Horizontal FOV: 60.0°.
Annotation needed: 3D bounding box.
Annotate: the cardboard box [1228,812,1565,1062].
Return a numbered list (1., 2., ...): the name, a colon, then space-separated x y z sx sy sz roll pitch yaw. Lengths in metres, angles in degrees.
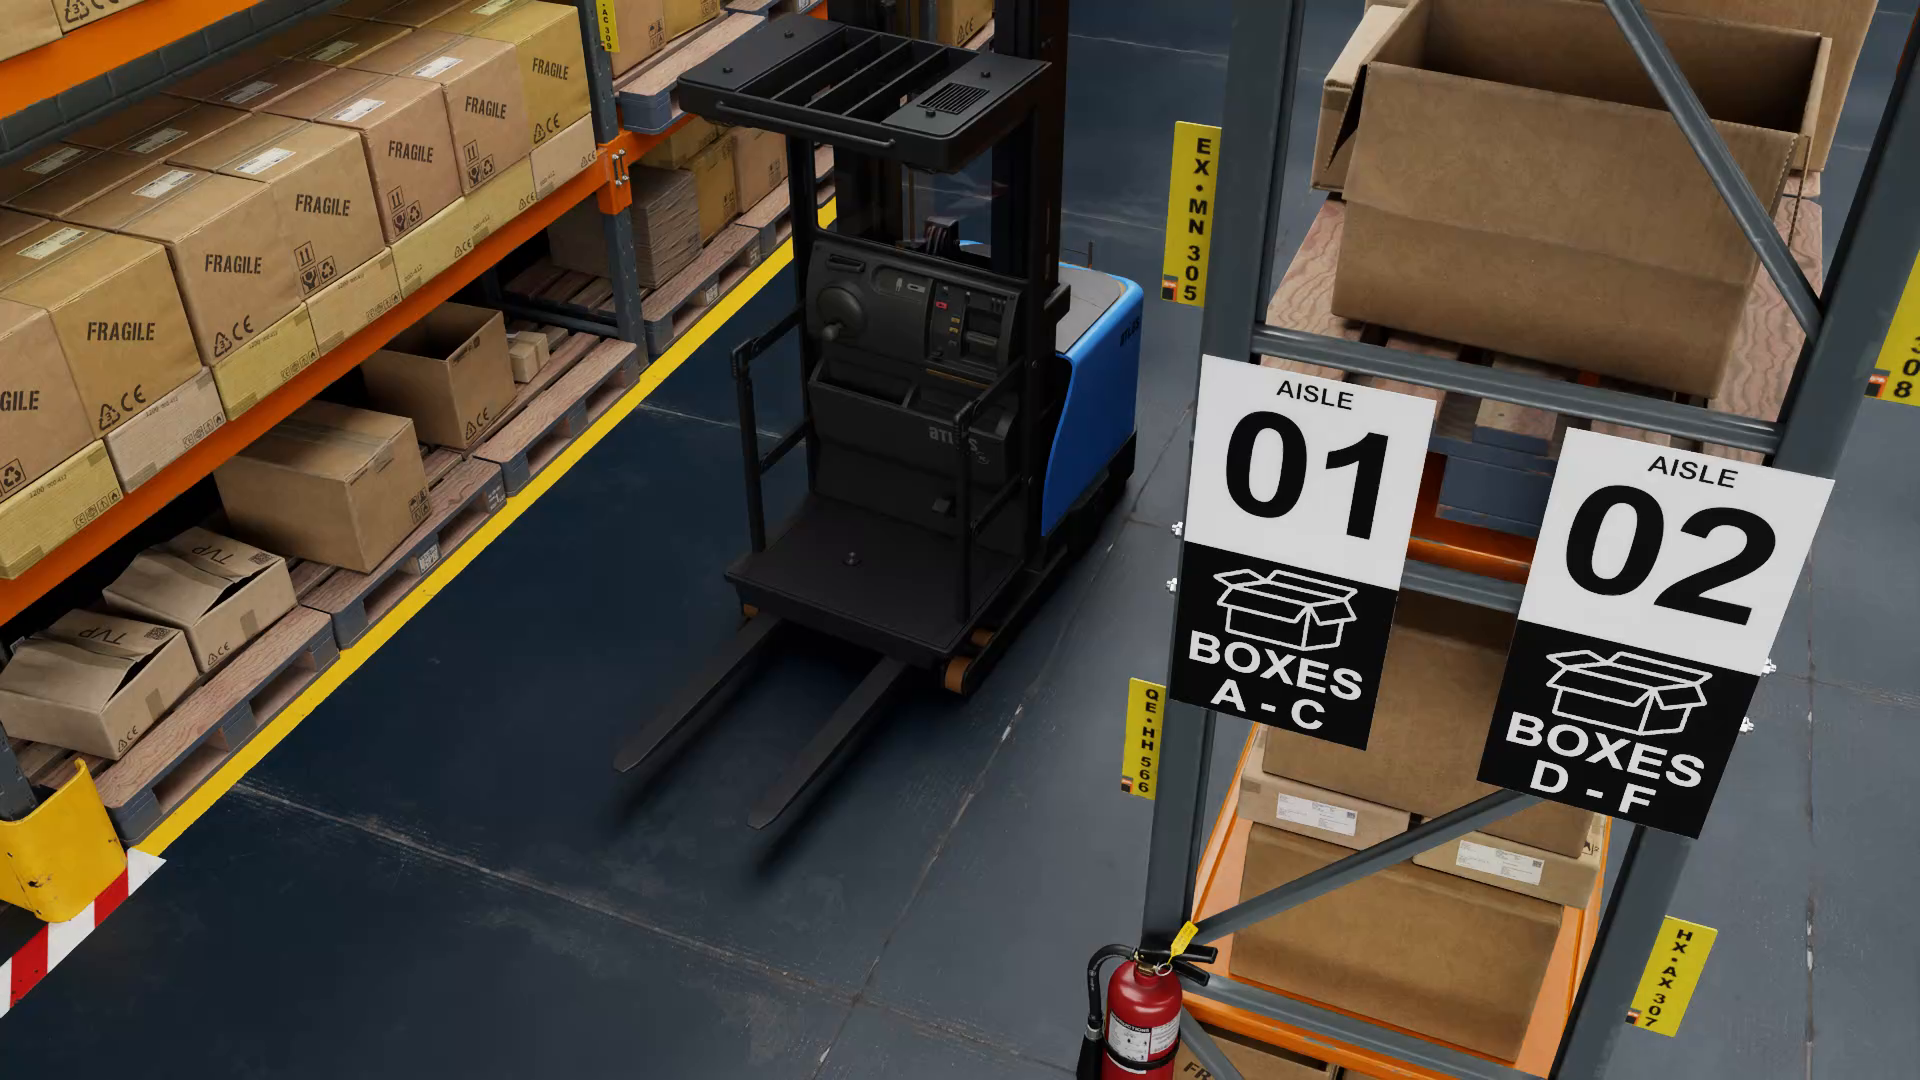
1. cardboard box: 1.083 0.820 4.064 0.700 0.500 0.500 14 39 18

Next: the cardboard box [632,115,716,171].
1. cardboard box: -1.738 -2.357 9.491 0.500 0.250 0.500 13 39 17

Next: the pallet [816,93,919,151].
1. pallet: -0.943 -2.891 11.441 1.003 0.211 1.213 14 39 18

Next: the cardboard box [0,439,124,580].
1. cardboard box: -3.209 -0.156 5.562 0.500 0.250 0.500 13 39 16

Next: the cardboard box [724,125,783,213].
1. cardboard box: -1.520 -2.382 10.152 0.700 0.500 0.500 14 39 18

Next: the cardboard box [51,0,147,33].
1. cardboard box: -2.899 -1.966 5.269 0.500 0.500 0.500 16 40 20

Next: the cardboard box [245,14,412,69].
1. cardboard box: -2.739 -1.975 7.370 0.500 0.500 0.500 14 39 17

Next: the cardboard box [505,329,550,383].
1. cardboard box: -2.342 -0.964 8.533 0.380 0.166 0.250 9 38 12

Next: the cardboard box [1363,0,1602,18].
1. cardboard box: 1.300 -1.280 4.058 0.500 0.311 0.500 19 41 23

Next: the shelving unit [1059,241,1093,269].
1. shelving unit: 0.482 -0.959 8.156 0.215 1.050 0.252 18 40 22

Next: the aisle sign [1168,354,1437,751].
1. aisle sign: 0.597 0.044 3.014 0.394 0.787 0.004 14 39 18

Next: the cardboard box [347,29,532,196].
1. cardboard box: -2.245 -1.864 7.220 0.500 0.500 0.500 14 39 17

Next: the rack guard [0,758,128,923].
1. rack guard: -3.660 0.949 6.063 1.175 0.500 0.348 14 39 18

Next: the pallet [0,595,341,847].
1. pallet: -3.318 0.623 6.741 1.003 0.211 1.213 14 39 18

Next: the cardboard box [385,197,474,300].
1. cardboard box: -2.441 -1.286 7.074 0.500 0.250 0.500 14 39 17

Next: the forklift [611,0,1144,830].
1. forklift: -0.297 -0.845 6.433 1.130 2.935 3.031 18 40 22

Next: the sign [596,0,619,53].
1. sign: -1.662 -2.453 7.803 0.100 0.325 0.005 14 39 18

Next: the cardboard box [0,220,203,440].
1. cardboard box: -3.032 -0.726 5.698 0.500 0.500 0.500 14 39 18

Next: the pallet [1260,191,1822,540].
1. pallet: 1.187 -0.436 3.396 1.003 0.211 1.213 14 39 18

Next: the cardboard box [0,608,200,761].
1. cardboard box: -3.342 0.528 6.417 0.500 0.311 0.500 10 38 13

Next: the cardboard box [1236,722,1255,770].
1. cardboard box: 1.190 0.827 5.458 0.500 0.500 0.500 14 39 18

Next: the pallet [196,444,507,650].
1. pallet: -2.852 -0.051 7.641 1.003 0.211 1.213 14 39 18

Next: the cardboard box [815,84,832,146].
1. cardboard box: -1.174 -2.946 10.906 0.700 0.500 0.500 14 39 18

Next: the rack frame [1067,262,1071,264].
1. rack frame: 0.424 -0.895 8.070 0.200 1.050 0.008 18 40 22

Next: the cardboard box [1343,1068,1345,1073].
1. cardboard box: 1.490 1.525 5.150 0.500 0.250 0.500 14 39 18

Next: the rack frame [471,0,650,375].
1. rack frame: -2.167 -2.225 8.222 1.000 3.000 0.127 14 39 18

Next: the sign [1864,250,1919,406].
1. sign: 1.405 -0.338 2.395 0.100 0.325 0.005 14 39 18

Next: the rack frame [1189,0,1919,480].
1. rack frame: 0.894 -1.287 1.956 1.000 3.000 0.127 14 39 18

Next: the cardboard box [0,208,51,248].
1. cardboard box: -3.505 -0.845 5.857 0.500 0.500 0.500 14 39 18

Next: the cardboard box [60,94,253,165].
1. cardboard box: -3.121 -1.411 6.614 0.500 0.500 0.500 14 39 18

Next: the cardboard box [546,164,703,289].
1. cardboard box: -1.902 -1.812 9.389 0.700 0.500 0.500 15 39 19

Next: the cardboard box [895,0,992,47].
1. cardboard box: -0.244 -4.124 12.207 0.750 0.750 0.750 13 39 17

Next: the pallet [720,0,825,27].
1. pallet: -1.360 -3.258 9.763 1.003 0.211 1.213 14 39 18

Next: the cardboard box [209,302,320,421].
1. cardboard box: -2.826 -0.728 6.327 0.500 0.250 0.500 13 39 17

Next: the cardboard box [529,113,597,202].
1. cardboard box: -2.067 -1.842 7.817 0.500 0.250 0.500 14 39 18

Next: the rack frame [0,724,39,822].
1. rack frame: -3.689 -0.011 5.259 1.000 3.000 0.127 14 39 18

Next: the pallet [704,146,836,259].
1. pallet: -1.409 -2.218 10.540 1.003 0.211 1.213 14 39 18

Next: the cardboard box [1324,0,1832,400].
1. cardboard box: 1.116 -0.669 3.080 0.797 0.503 0.637 17 40 21

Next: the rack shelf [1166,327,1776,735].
1. rack shelf: 1.655 -0.905 4.551 1.077 0.370 4.000 14 39 18

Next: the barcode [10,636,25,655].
1. barcode: -3.705 0.423 6.550 0.001 0.075 0.075 14 39 18

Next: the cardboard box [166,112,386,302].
1. cardboard box: -2.644 -1.299 6.465 0.500 0.500 0.500 15 39 19

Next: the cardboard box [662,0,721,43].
1. cardboard box: -1.722 -3.023 8.838 0.700 0.500 0.500 18 40 22

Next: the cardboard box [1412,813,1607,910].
1. cardboard box: 1.242 0.648 3.753 0.380 0.149 0.250 14 39 17

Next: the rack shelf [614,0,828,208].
1. rack shelf: -1.406 -3.044 9.918 1.077 0.370 4.000 14 39 18

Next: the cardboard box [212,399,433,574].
1. cardboard box: -2.800 -0.259 7.311 0.700 0.500 0.500 11 38 15
